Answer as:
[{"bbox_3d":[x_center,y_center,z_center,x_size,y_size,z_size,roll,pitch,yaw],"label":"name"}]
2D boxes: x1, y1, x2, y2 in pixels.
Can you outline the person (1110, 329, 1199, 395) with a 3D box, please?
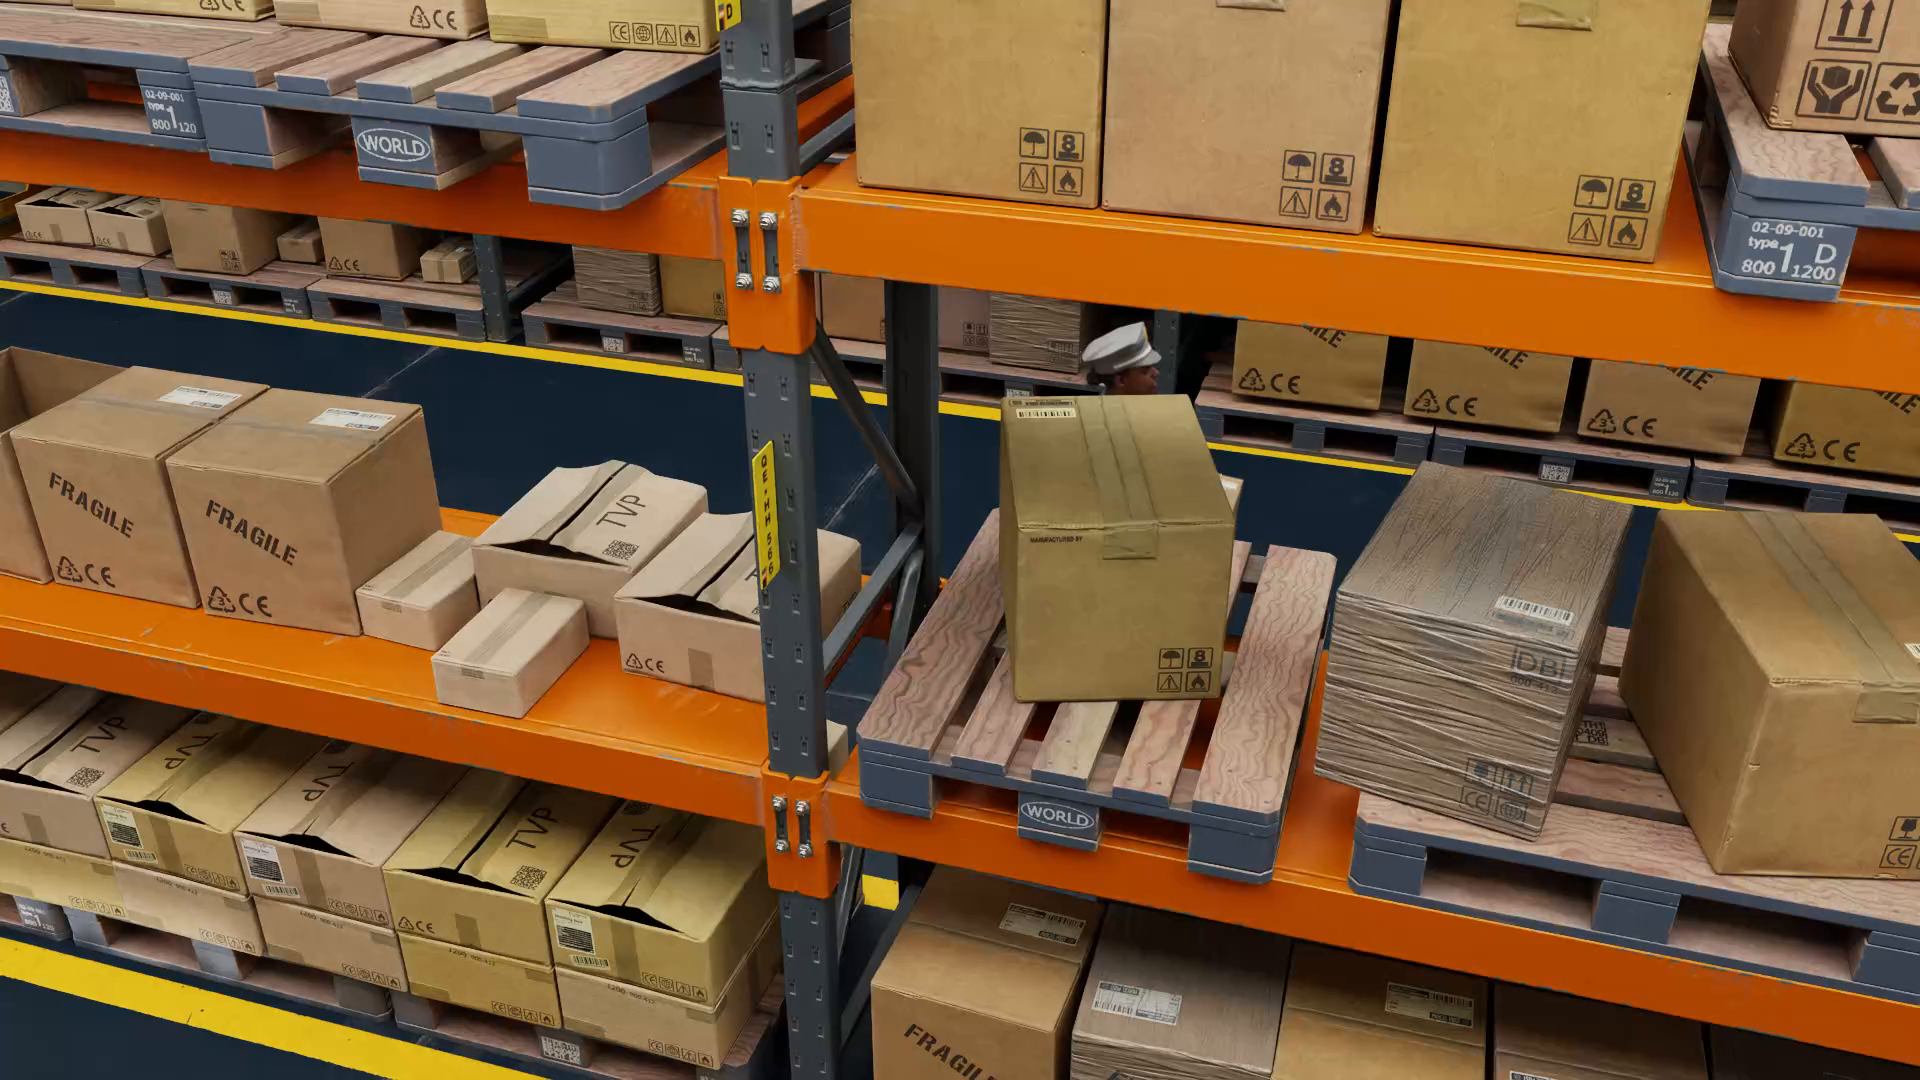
[{"bbox_3d":[0.623,0.022,6.085,0.393,1.663,0.528,7,30,13],"label":"person"}]
